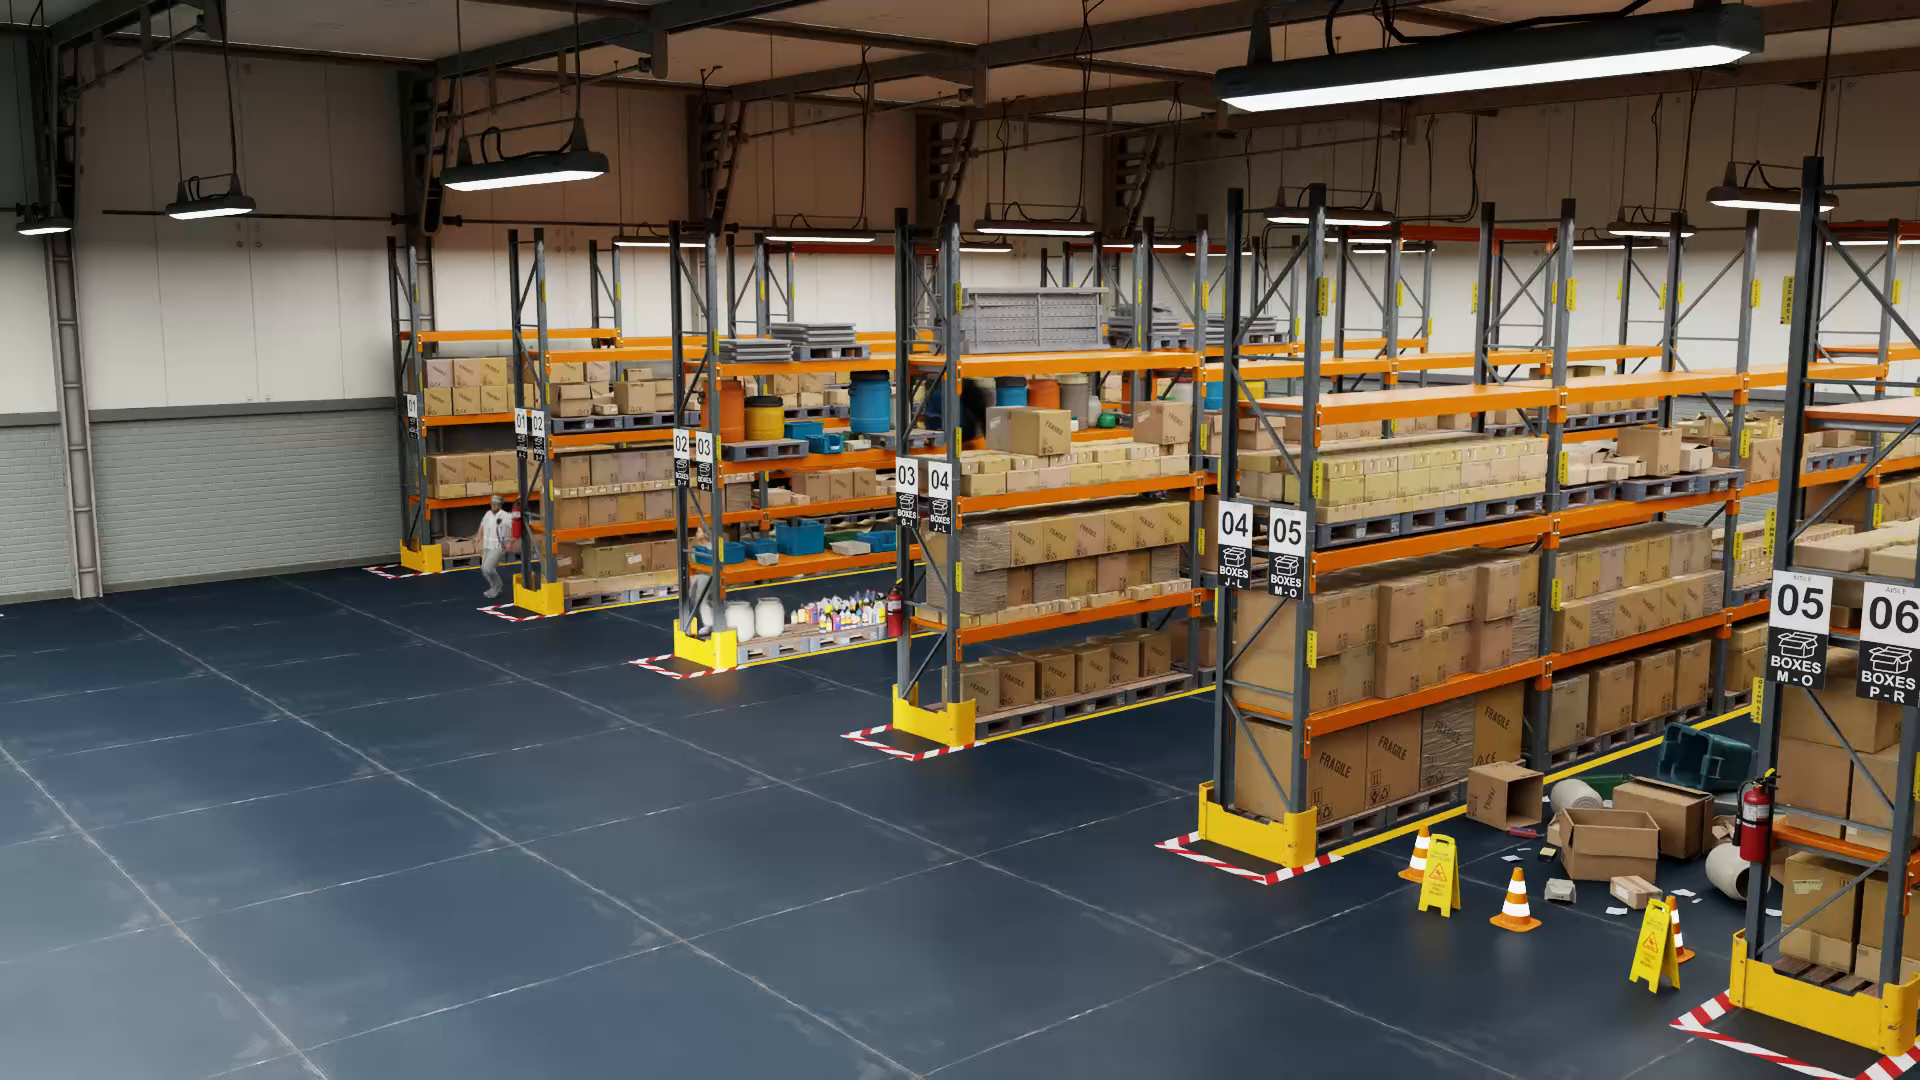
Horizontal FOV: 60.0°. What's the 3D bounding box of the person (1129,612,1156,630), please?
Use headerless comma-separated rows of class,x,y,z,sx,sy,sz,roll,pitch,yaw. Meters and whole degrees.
person,2.557,0.614,24.114,0.569,1.719,0.674,-8,12,-41

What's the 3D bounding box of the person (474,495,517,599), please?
person,-7.660,0.116,27.406,0.722,1.746,0.613,5,10,29

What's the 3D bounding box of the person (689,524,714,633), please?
person,-3.822,0.576,24.676,0.502,1.631,0.609,-6,10,-32
